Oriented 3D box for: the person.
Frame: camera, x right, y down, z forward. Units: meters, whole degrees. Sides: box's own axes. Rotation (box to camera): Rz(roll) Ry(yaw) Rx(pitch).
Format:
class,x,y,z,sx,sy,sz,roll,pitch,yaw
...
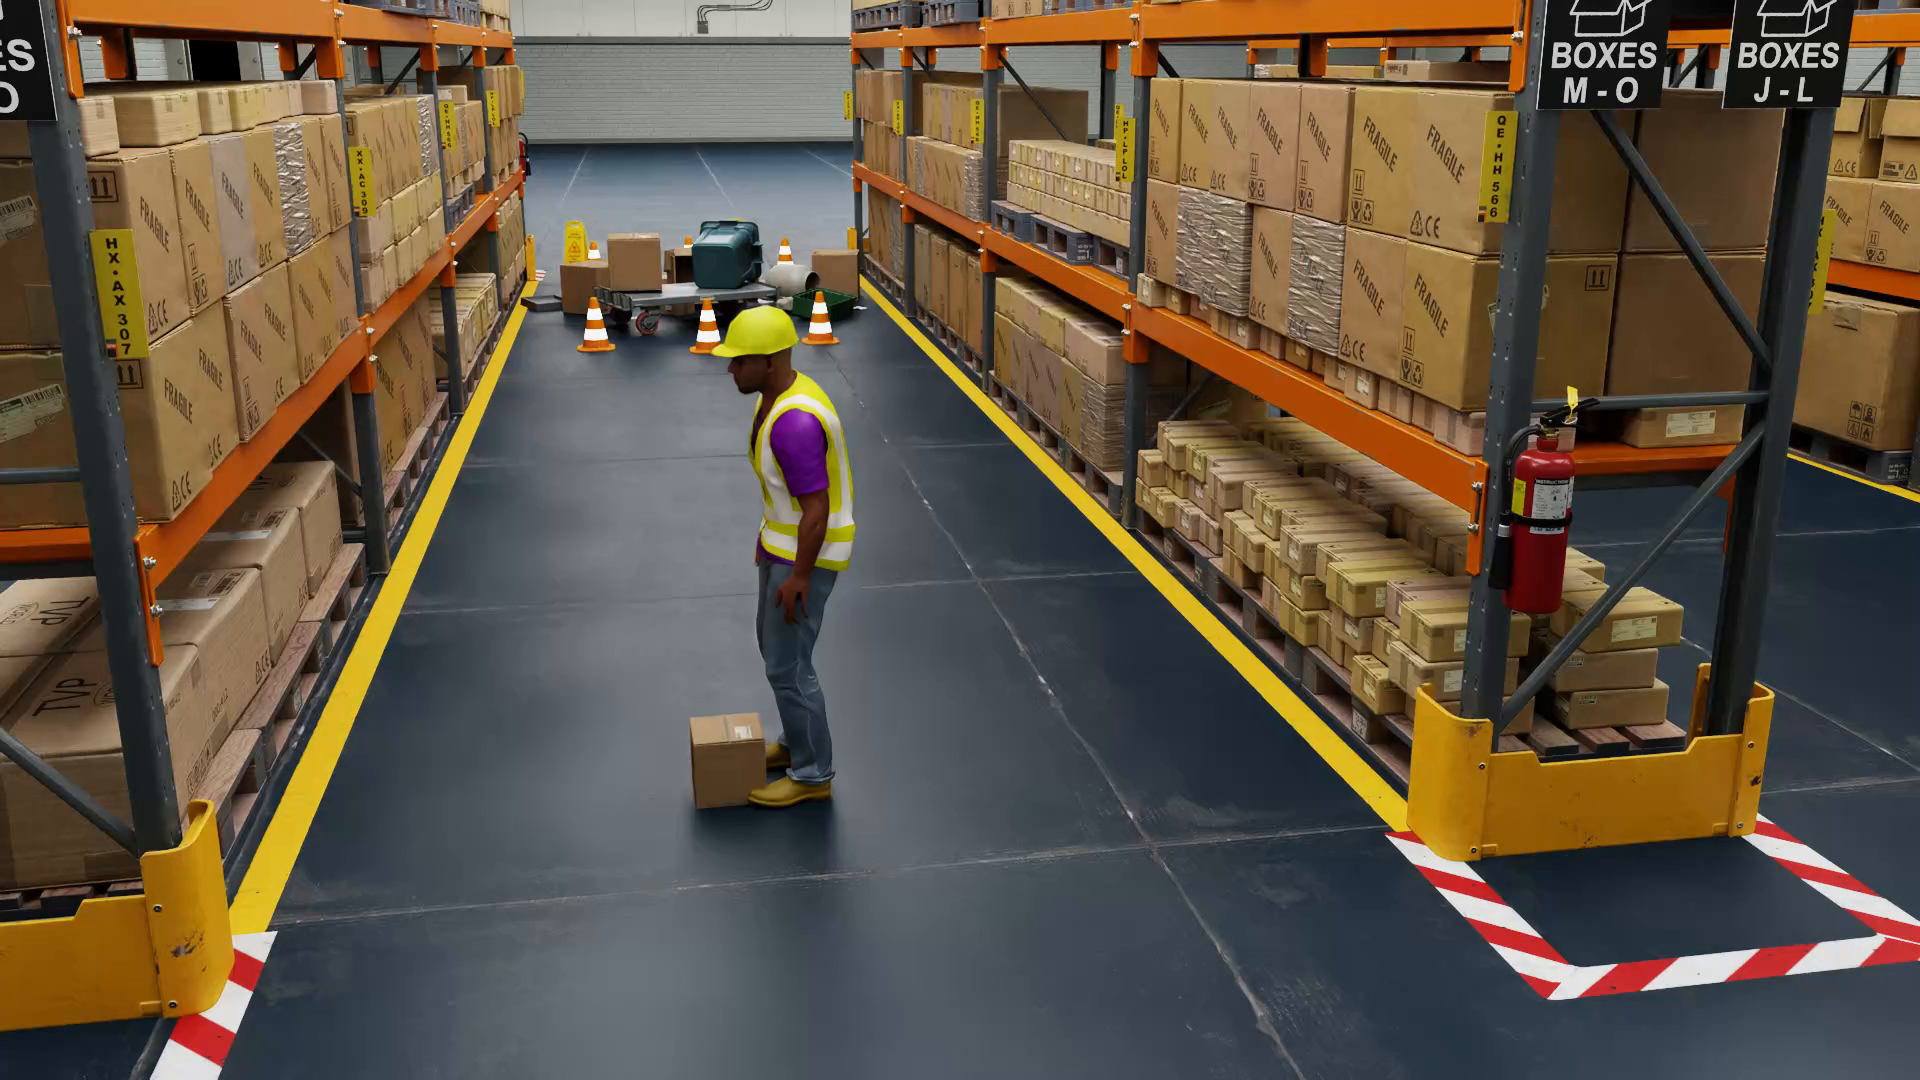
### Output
class,x,y,z,sx,sy,sz,roll,pitch,yaw
person,-0.608,0.054,5.820,0.462,1.759,0.622,-4,17,-13
